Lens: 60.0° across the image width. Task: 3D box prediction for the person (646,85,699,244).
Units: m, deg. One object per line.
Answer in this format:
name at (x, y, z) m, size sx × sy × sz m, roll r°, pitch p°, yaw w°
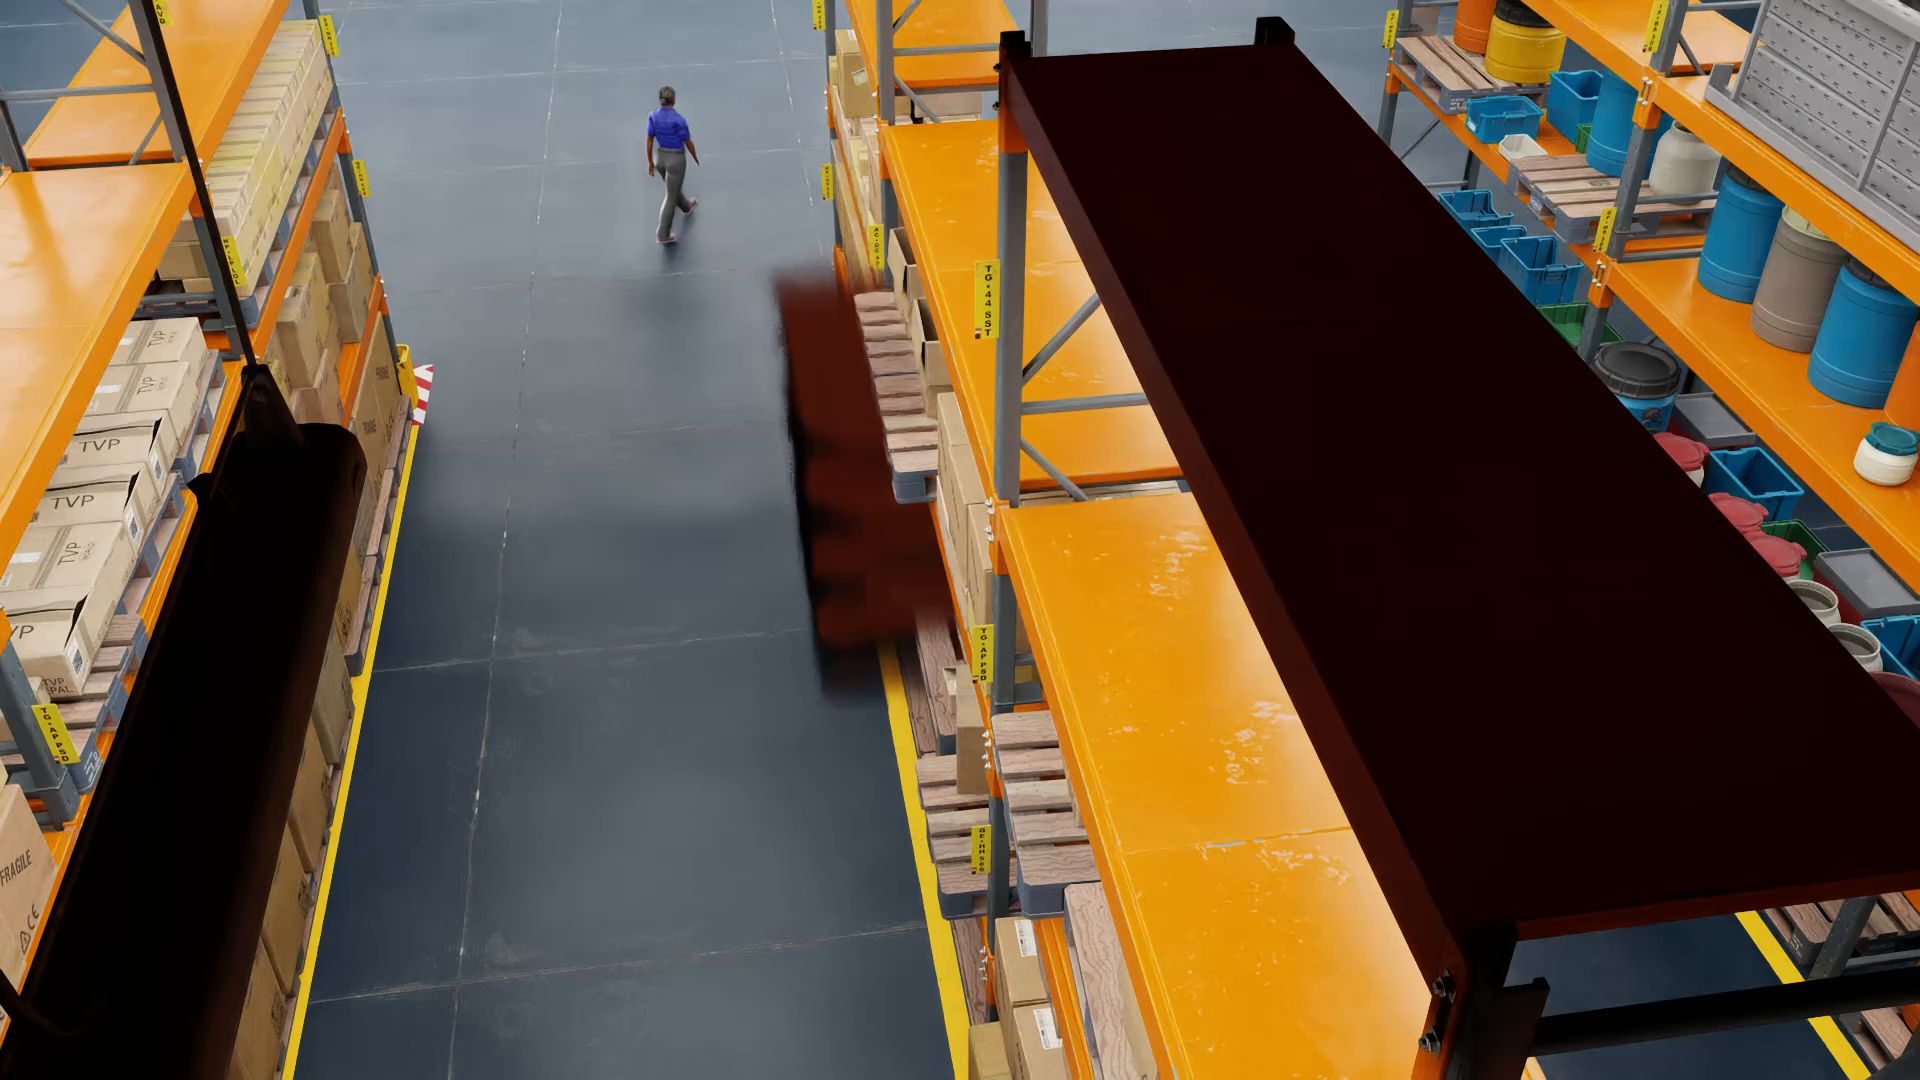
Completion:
person at (-3.001, -4.025, 17.541) m, size 0.464 × 1.609 × 1.005 m, roll 18°, pitch 40°, yaw 22°
